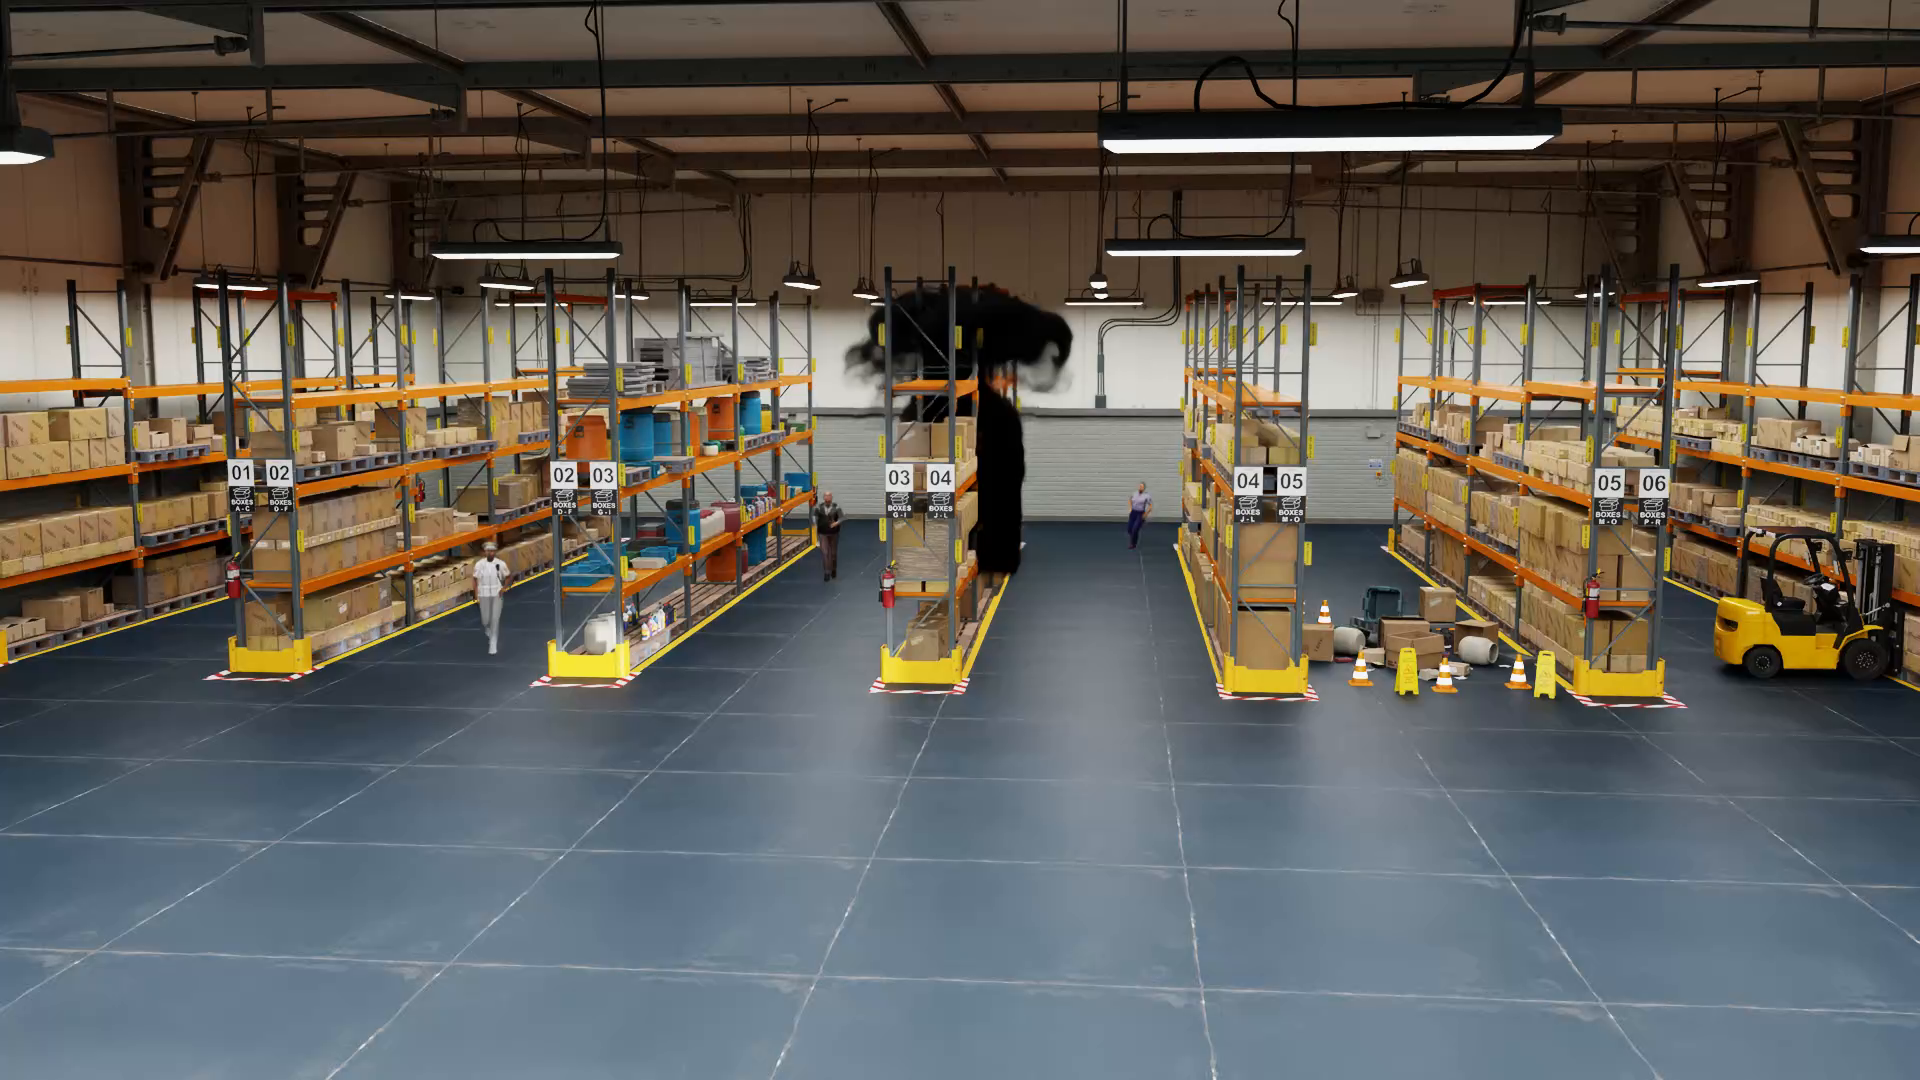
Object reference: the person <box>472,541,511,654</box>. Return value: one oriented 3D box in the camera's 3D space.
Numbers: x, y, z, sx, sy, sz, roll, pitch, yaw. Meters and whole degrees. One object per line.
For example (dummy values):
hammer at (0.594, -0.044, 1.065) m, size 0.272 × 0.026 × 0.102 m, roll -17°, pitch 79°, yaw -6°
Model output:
person at (-7.102, 0.847, 25.234) m, size 0.583 × 1.689 × 0.588 m, roll -2°, pitch 7°, yaw -13°

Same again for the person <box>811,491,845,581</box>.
person at (-2.587, -0.089, 32.619) m, size 0.665 × 1.754 × 0.758 m, roll 0°, pitch 7°, yaw -1°

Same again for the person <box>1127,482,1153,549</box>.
person at (4.278, -0.589, 39.600) m, size 0.689 × 1.594 × 0.561 m, roll 3°, pitch 8°, yaw 26°
